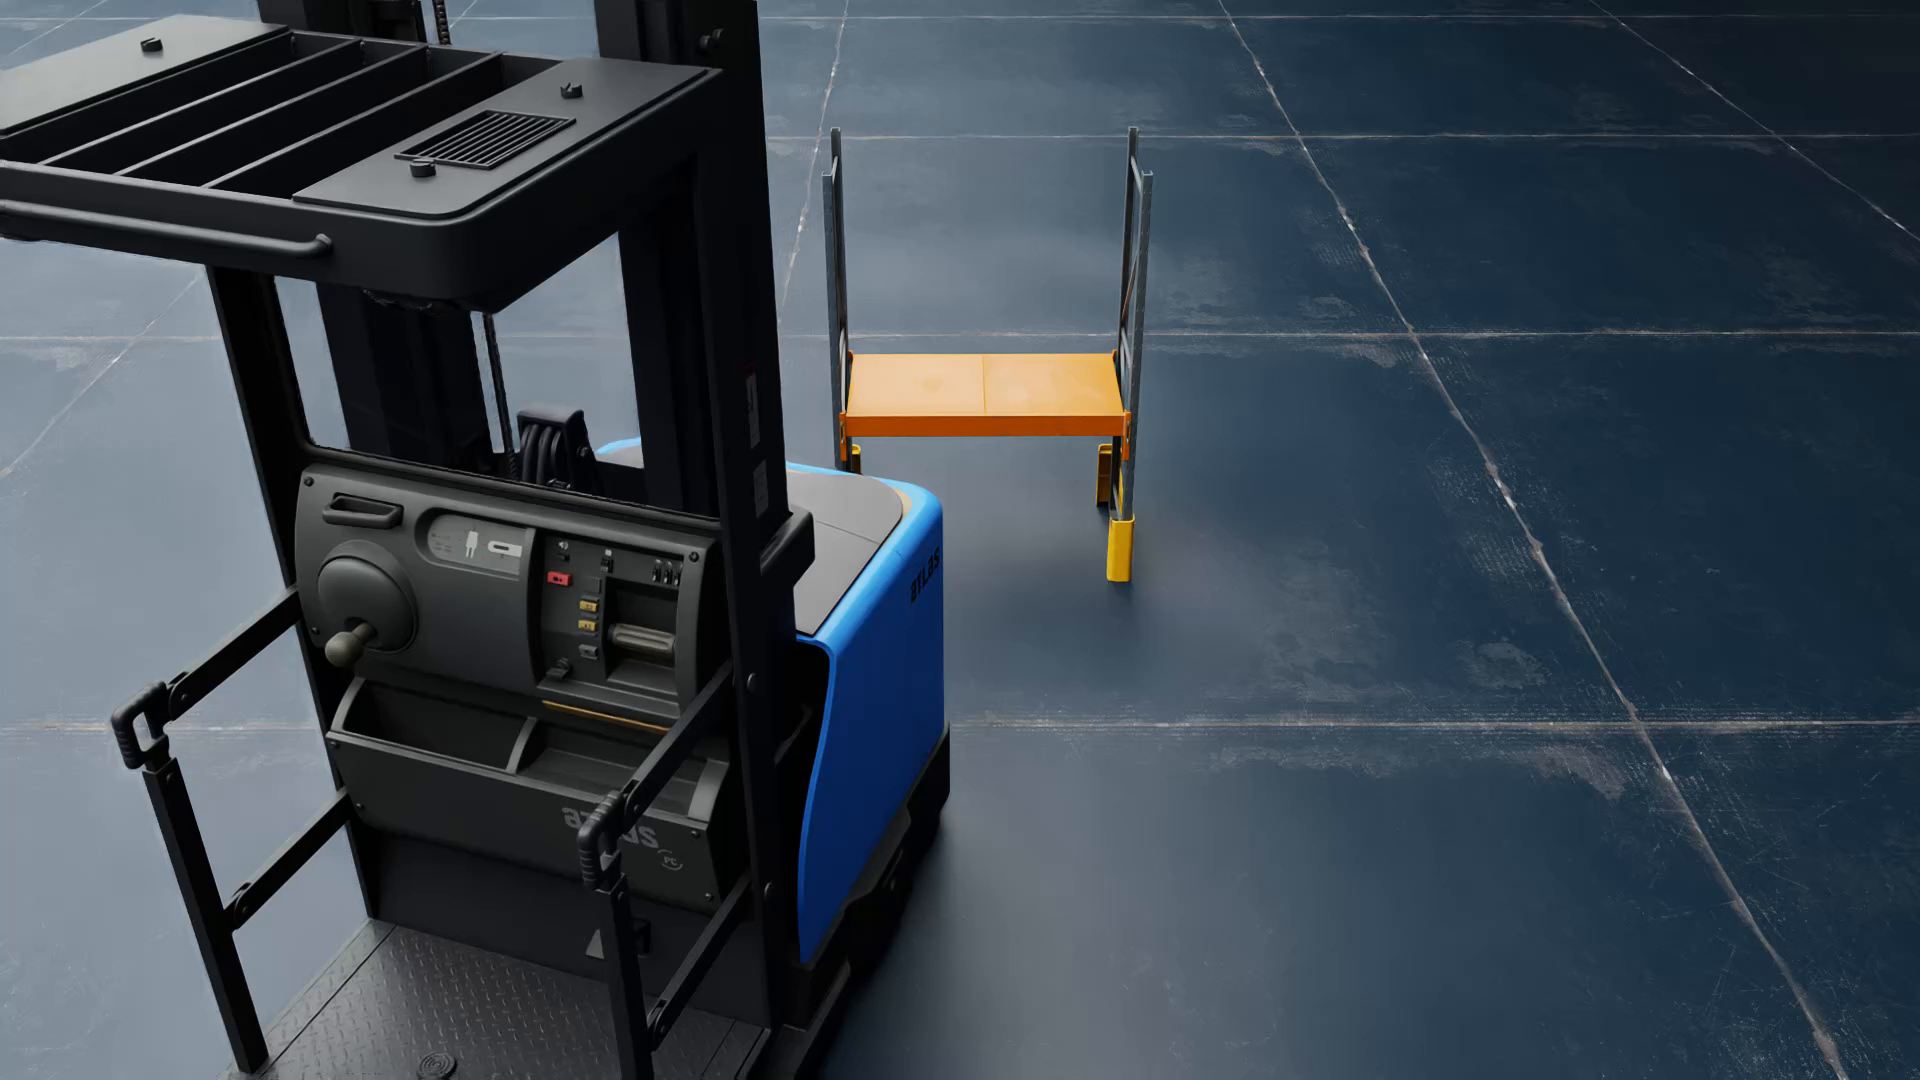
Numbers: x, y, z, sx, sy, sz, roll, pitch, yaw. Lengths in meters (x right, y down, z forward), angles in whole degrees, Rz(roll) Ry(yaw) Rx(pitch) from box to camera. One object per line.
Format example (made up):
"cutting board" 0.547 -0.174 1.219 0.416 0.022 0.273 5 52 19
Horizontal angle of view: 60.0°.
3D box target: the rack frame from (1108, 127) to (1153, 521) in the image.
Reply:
"rack frame" 0.594 -0.643 5.864 0.032 1.500 0.500 0 31 0

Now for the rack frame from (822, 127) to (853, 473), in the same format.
"rack frame" -0.423 -0.640 5.859 0.032 1.500 0.500 0 31 0

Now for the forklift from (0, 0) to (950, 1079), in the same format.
"forklift" -0.999 0.162 3.157 1.130 2.935 3.031 10 33 16

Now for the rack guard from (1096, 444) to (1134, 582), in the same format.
"rack guard" 0.574 -0.109 6.188 0.087 0.250 0.587 0 31 0

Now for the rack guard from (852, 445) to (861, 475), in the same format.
"rack guard" -0.422 -0.106 6.183 0.087 0.250 0.587 0 31 0

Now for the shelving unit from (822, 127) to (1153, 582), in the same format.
"shelving unit" 0.076 -0.641 5.861 1.083 1.500 0.587 0 31 0

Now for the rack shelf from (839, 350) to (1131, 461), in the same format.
"rack shelf" 0.085 -0.488 5.955 1.000 0.185 0.538 0 31 0
